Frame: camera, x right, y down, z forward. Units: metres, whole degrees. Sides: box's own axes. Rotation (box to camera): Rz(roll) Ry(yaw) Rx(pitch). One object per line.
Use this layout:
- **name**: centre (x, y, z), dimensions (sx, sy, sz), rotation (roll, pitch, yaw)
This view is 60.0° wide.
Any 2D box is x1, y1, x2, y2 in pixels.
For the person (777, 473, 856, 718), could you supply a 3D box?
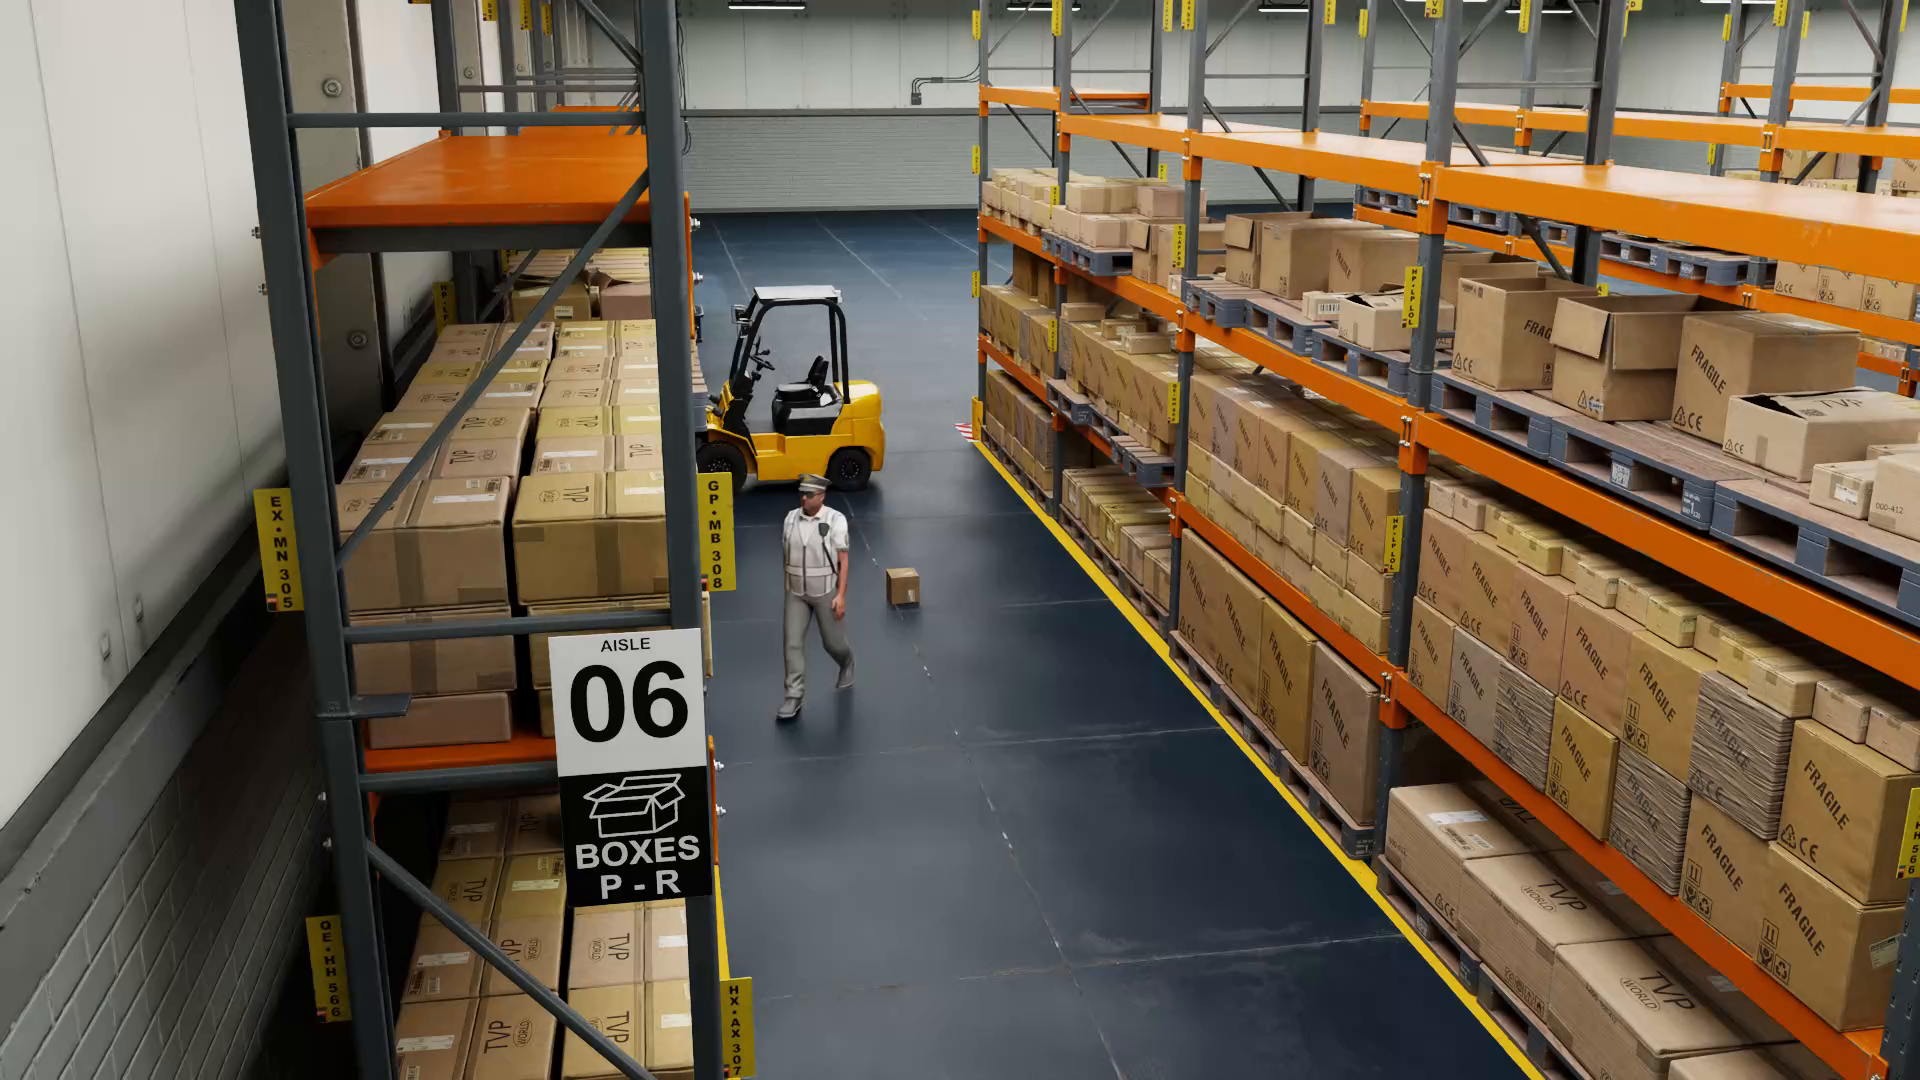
- **person**: centre (-1.080, 0.368, 12.193), dimensions (0.536, 1.741, 0.853), rotation (4, 17, 12)
